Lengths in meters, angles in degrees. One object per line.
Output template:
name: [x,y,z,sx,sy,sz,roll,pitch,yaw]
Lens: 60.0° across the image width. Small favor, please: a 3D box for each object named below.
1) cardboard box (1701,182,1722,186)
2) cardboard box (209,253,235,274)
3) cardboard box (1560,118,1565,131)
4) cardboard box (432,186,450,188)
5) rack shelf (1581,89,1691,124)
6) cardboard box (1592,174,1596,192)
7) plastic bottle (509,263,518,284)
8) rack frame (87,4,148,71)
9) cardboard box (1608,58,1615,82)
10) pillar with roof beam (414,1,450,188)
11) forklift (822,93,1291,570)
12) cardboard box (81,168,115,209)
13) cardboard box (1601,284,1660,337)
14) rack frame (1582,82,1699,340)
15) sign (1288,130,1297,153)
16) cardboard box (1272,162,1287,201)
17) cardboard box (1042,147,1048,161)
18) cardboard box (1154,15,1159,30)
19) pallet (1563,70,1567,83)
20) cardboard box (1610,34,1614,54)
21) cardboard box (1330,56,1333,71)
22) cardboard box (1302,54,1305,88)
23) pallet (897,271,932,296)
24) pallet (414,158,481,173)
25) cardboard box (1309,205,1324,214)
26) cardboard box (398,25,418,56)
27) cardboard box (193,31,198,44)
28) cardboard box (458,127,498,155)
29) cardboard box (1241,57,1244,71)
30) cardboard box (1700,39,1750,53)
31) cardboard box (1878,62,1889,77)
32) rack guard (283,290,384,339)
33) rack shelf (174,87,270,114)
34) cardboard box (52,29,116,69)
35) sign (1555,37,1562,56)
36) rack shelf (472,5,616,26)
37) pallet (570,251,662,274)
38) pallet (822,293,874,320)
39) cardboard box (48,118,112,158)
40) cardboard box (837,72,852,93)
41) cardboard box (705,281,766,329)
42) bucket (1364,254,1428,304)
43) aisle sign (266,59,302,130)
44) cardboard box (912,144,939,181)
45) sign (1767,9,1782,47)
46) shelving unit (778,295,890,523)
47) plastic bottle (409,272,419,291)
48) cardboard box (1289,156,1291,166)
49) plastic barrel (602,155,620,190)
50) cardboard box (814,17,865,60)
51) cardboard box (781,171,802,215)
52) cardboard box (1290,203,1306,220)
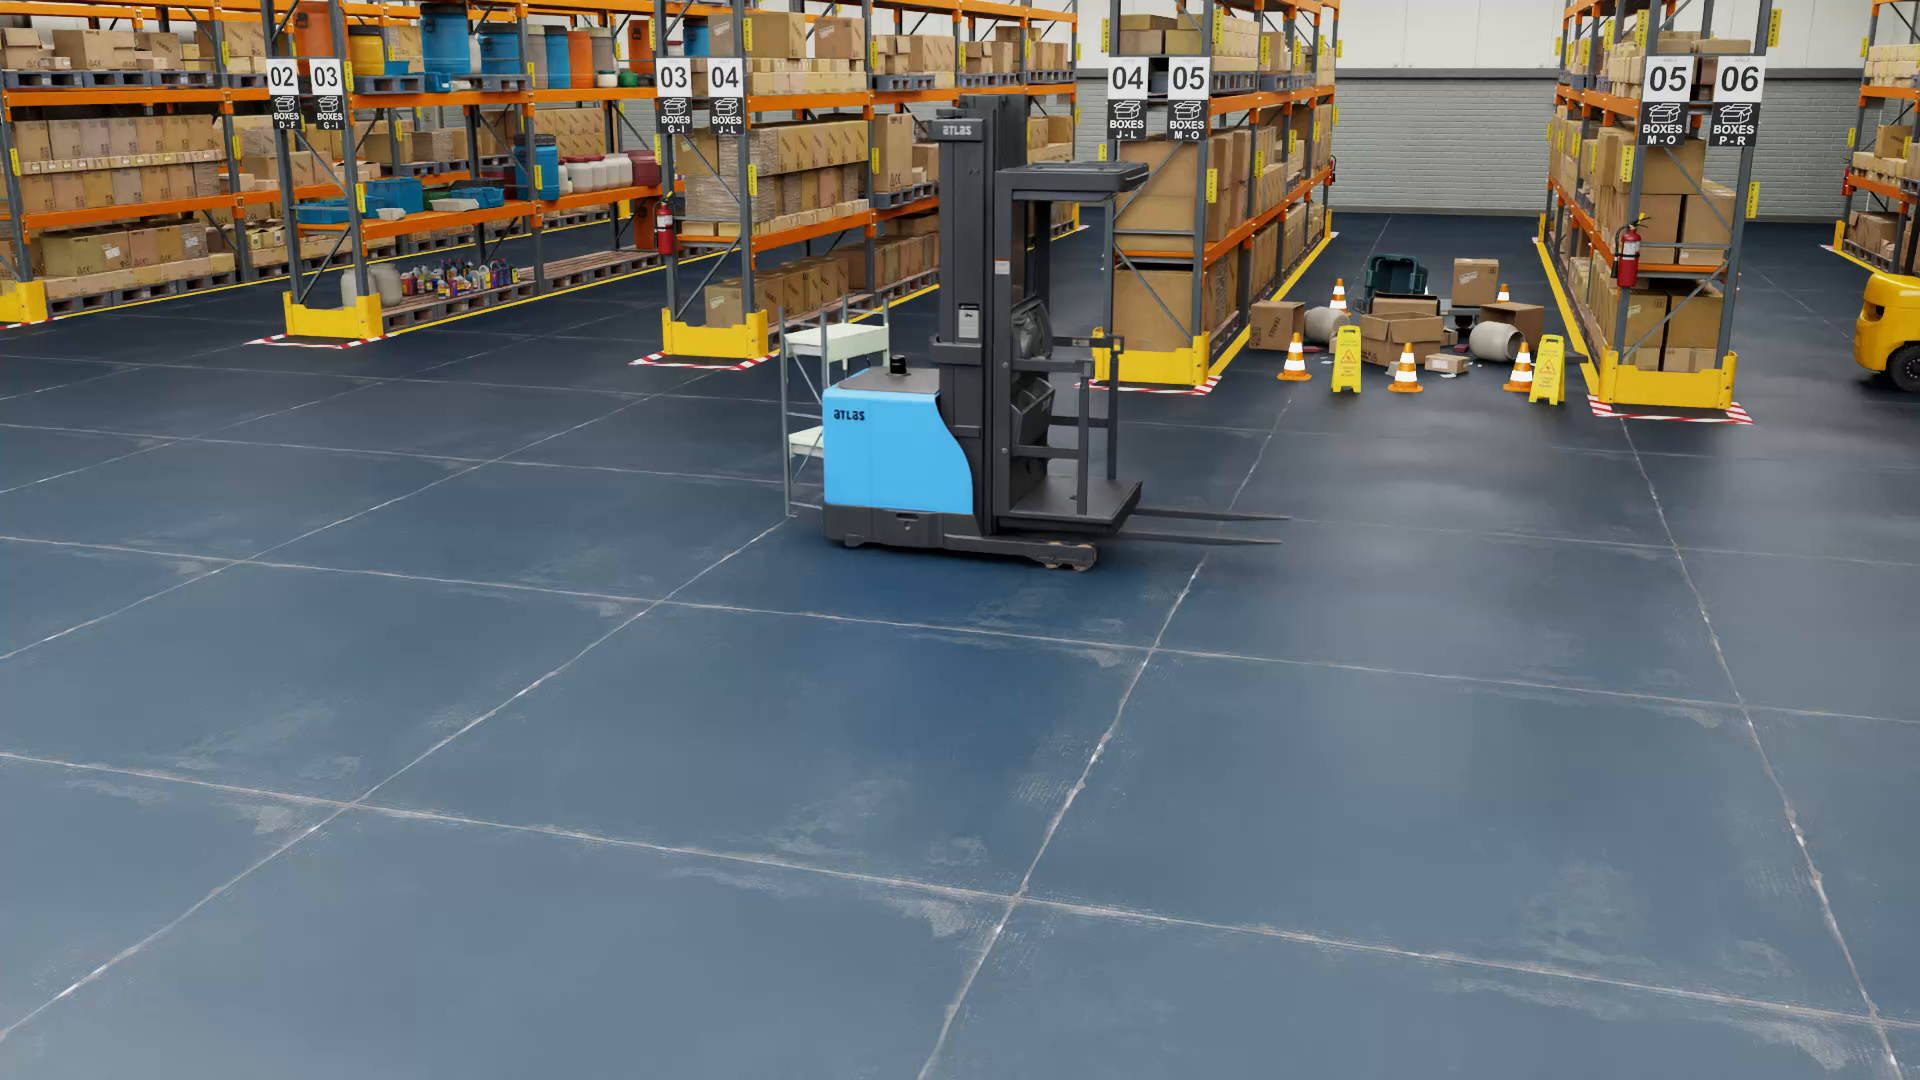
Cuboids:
cardboard box: [7.562,-3.442,17.238,0.500,0.500,0.500,4,16,15]
cardboard box: [-11.047,-4.070,24.452,0.500,0.250,0.500,5,16,16]
cardboard box: [10.169,-6.691,27.406,0.500,0.500,0.500,4,16,15]
cardboard box: [-9.506,-6.423,30.878,0.500,0.250,0.500,5,16,16]
rack shelf: [8.442,-5.412,20.734,1.077,0.370,4.000,5,16,16]
cardboard box: [7.925,-4.454,20.036,0.500,0.500,0.500,5,17,16]
plastic bottle: [-6.197,-3.698,23.041,0.061,0.283,0.133,5,17,19]
rack frame: [-14.738,-9.645,28.844,1.000,3.000,0.127,5,16,16]
cardboard box: [7.486,-5.212,18.440,0.500,0.250,0.500,4,16,15]
pillar with roof beam: [-8.399,-12.178,37.773,9.100,9.000,0.400,5,16,16]
forklift: [0.656,-1.377,10.812,3.031,2.935,1.130,4,16,15]
cardboard box: [-11.825,-4.719,22.288,0.700,0.500,0.500,5,17,16]
cardboard box: [6.860,-2.352,17.019,0.500,0.500,0.500,5,17,18]
rack frame: [7.874,-3.792,19.201,1.000,3.000,0.127,5,16,16]
sign: [4.769,-5.711,23.844,0.100,0.325,0.005,5,16,16]
cardboard box: [4.365,-5.105,23.648,0.500,0.500,0.500,5,16,16]
cardboard box: [1.318,-7.093,30.568,0.500,0.250,0.500,5,17,17]
cardboard box: [1.805,-5.238,16.850,0.380,0.149,0.250,5,17,16]
pallet: [10.738,-7.817,28.056,1.003,0.211,1.213,5,16,16]
cardboard box: [8.185,-6.035,20.203,0.500,0.250,0.500,5,17,17]
cardboard box: [6.478,-8.626,30.106,0.500,0.250,0.500,4,16,14]
cardboard box: [4.926,-7.078,25.107,0.500,0.500,0.500,5,16,16]
pallet: [-1.063,-3.743,24.138,1.003,0.211,1.213,5,16,16]
pallet: [-9.440,-6.793,30.133,1.003,0.211,1.213,5,16,16]
cardboard box: [6.524,-6.108,30.733,0.380,0.149,0.250,4,16,15]
cardboard box: [-9.713,-8.595,28.623,0.500,0.500,0.500,5,16,16]
cardboard box: [-14.120,-9.504,31.478,0.500,0.250,0.500,4,16,14]
cardboard box: [-9.200,-7.566,31.554,0.700,0.500,0.500,-1,16,-3]
cardboard box: [2.942,-5.268,18.416,0.380,0.149,0.250,4,16,15]
cardboard box: [7.034,-4.528,15.299,0.380,0.149,0.250,5,16,15]
cardboard box: [15.374,-7.699,27.209,0.500,0.250,0.500,4,16,14]
rack guard: [-7.537,-2.719,19.999,1.175,0.500,0.348,5,16,16]
rack shelf: [-10.556,-6.950,26.156,1.077,0.370,4.000,5,16,16]
cardboard box: [-11.527,-6.457,21.890,0.500,0.500,0.500,5,16,16]
sign: [10.754,-8.878,29.887,0.100,0.325,0.005,5,16,16]
rack shelf: [-8.283,-10.484,33.126,1.077,0.370,4.000,5,16,16]
pallet: [-5.497,-4.450,26.630,1.003,0.211,1.213,5,16,16]
pallet: [-1.785,-3.040,21.661,1.003,0.211,1.213,5,16,16]
cardboard box: [-11.815,-5.360,22.169,0.700,0.500,0.500,5,16,16]
cardboard box: [-1.665,-5.656,20.550,0.500,0.250,0.500,5,17,17]
cardboard box: [-2.571,-2.675,19.076,0.500,0.500,0.500,8,18,26]
bucket: [5.271,-3.091,19.944,0.726,0.611,0.620,11,9,35]
aisle sign: [-7.818,-5.153,19.235,0.394,0.787,0.004,5,16,16]
cardboard box: [-0.669,-5.559,24.477,0.700,0.500,0.500,7,17,24]
sign: [7.257,-4.567,14.834,0.100,0.325,0.005,5,16,16]
shelving unit: [-0.880,-0.951,11.927,0.431,1.500,0.755,10,18,32]
plastic bottle: [-7.274,-3.414,22.053,0.152,0.276,0.135,4,16,14]
cardboard box: [4.857,-5.803,25.438,0.380,0.149,0.250,5,16,16]
plastic barrel: [-5.447,-5.649,25.543,0.421,0.512,0.421,0,16,0]
cardboard box: [-1.511,-6.298,20.894,0.500,0.500,0.500,4,16,14]
cardboard box: [-2.371,-4.114,19.610,0.875,0.500,0.500,5,16,16]
cardboard box: [5.403,-5.388,27.265,0.500,0.250,0.500,4,16,14]
